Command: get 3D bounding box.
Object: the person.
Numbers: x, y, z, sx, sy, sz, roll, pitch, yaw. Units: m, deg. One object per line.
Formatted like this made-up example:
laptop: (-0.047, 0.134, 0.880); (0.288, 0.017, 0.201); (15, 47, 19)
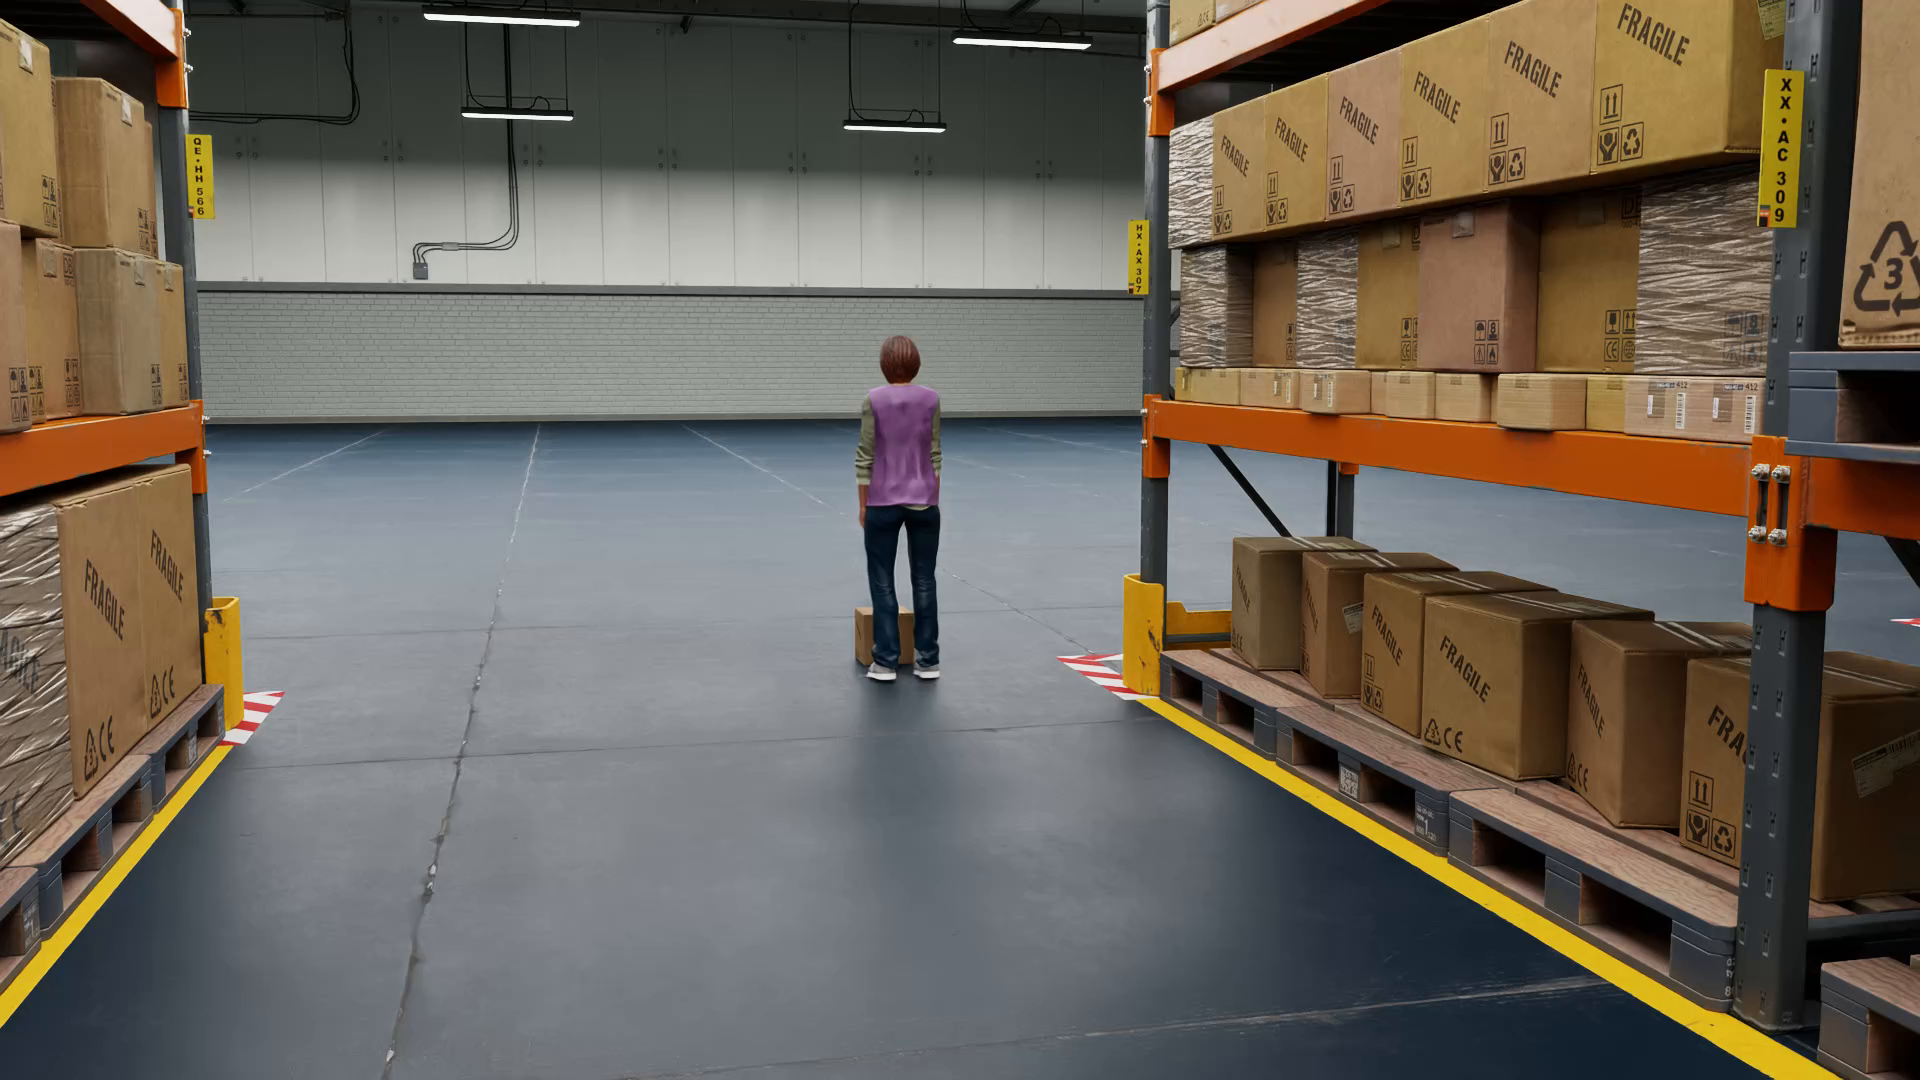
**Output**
person: (-0.284, -0.140, 7.690); (0.407, 1.589, 0.299); (-1, 6, -13)
